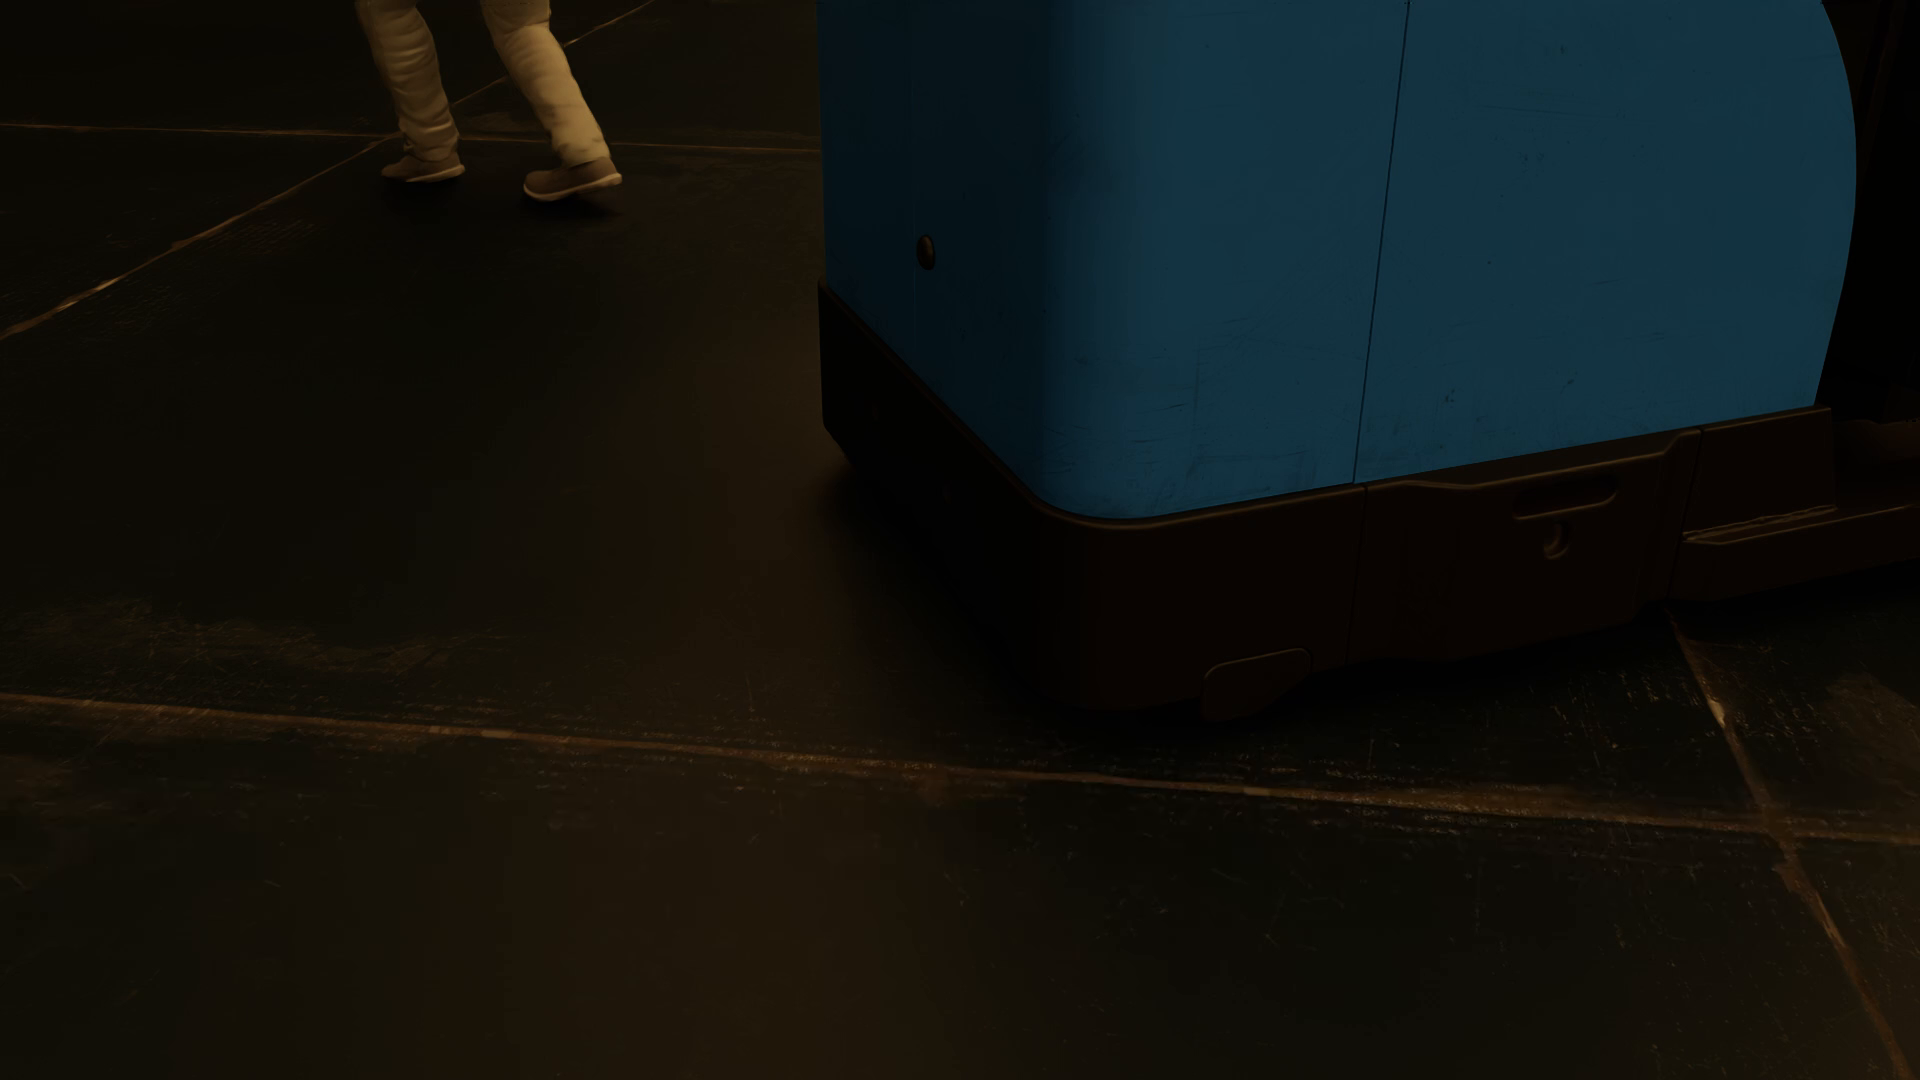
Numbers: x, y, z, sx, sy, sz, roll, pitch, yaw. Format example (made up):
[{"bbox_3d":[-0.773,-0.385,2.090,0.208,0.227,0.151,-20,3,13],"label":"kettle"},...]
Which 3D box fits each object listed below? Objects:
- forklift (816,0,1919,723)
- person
[{"bbox_3d":[1.347,-1.491,2.205,3.031,2.935,1.130,-10,28,-18],"label":"forklift"},{"bbox_3d":[-1.197,-1.583,3.953,0.888,1.603,0.504,17,31,30],"label":"person"}]
